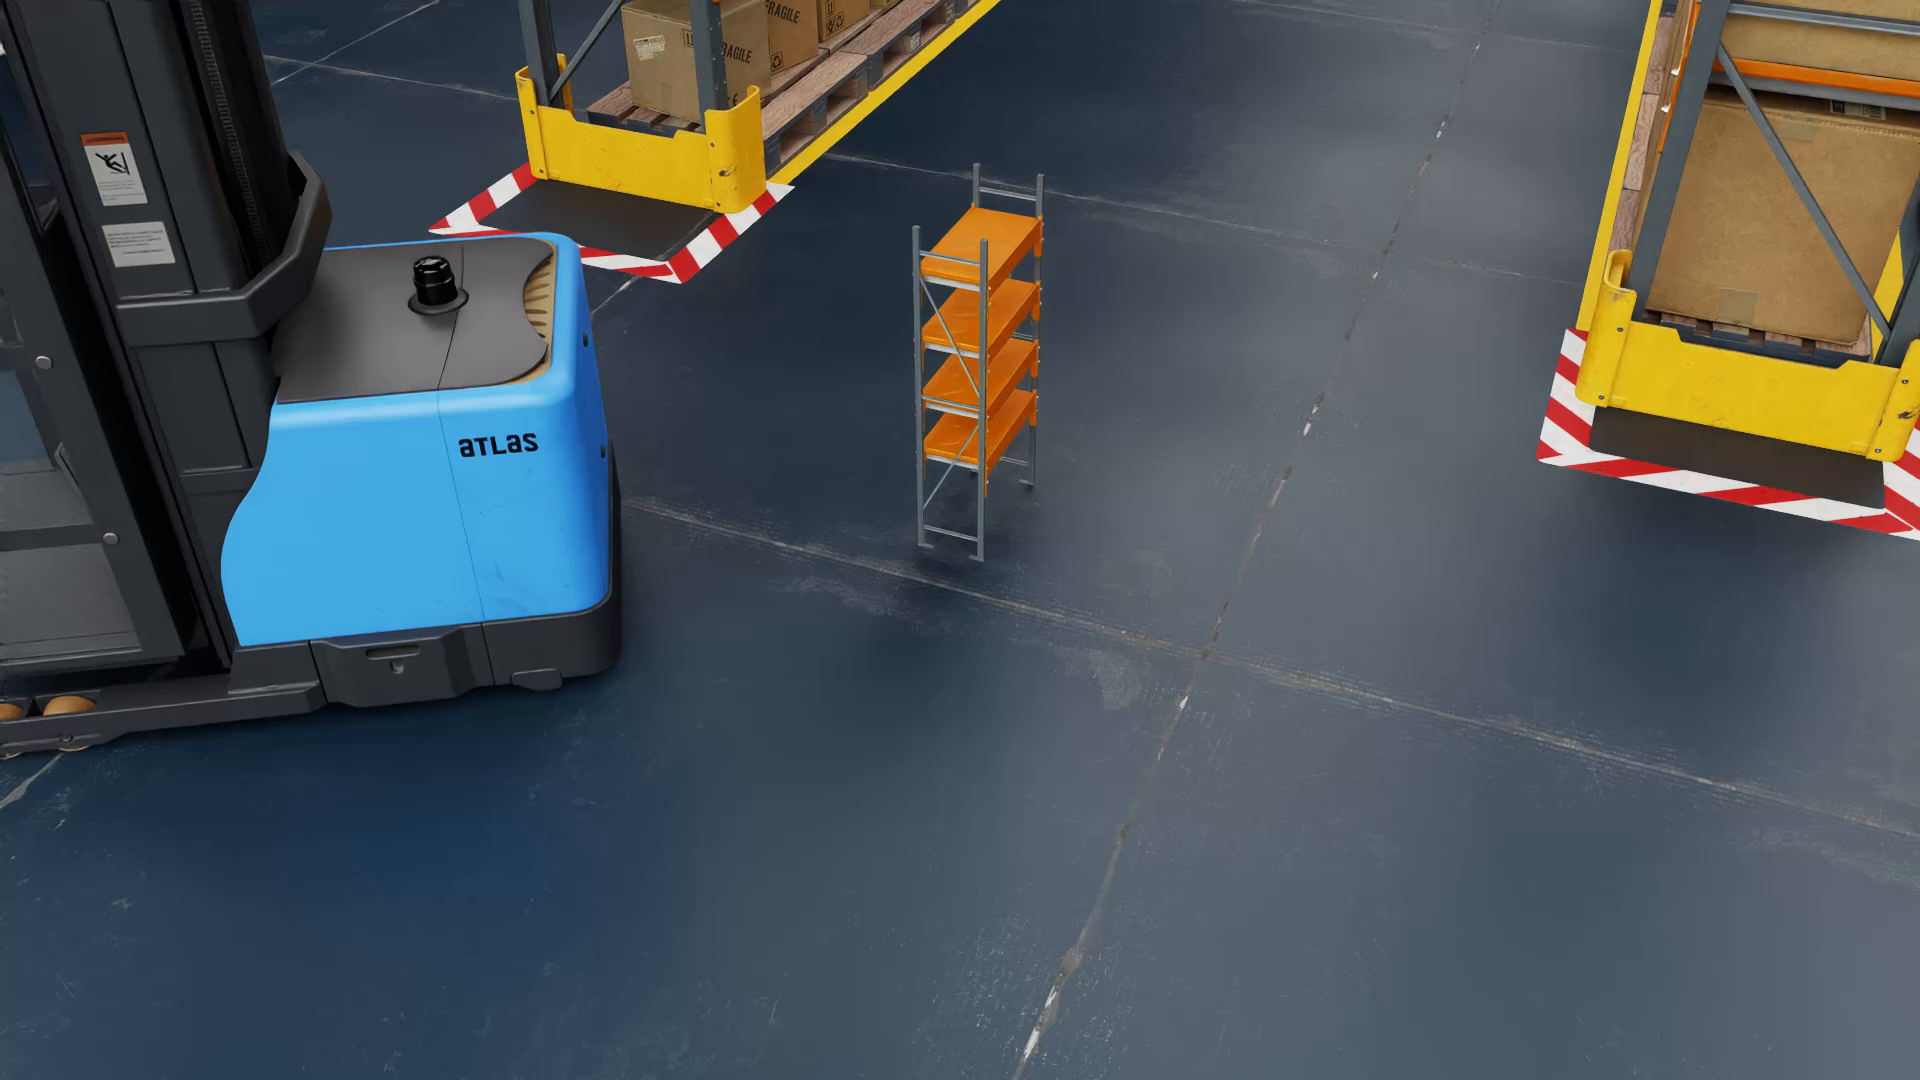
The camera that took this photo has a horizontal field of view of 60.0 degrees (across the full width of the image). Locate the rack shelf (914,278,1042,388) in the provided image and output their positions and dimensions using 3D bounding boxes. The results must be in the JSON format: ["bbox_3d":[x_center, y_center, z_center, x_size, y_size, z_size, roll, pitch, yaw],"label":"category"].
[{"bbox_3d":[0.063,-0.698,5.420,0.258,0.148,0.480,14,39,18],"label":"rack shelf"}]

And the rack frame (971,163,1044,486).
[{"bbox_3d":[0.156,-0.707,5.694,0.240,1.200,0.015,14,39,18],"label":"rack frame"}]

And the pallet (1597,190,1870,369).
[{"bbox_3d":[3.235,-1.062,6.995,1.003,0.211,1.213,14,39,18],"label":"pallet"}]

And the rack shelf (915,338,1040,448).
[{"bbox_3d":[0.063,-0.518,5.554,0.258,0.148,0.480,14,39,18],"label":"rack shelf"}]

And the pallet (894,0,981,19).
[{"bbox_3d":[-0.247,-3.622,10.420,1.003,0.211,1.213,14,39,18],"label":"pallet"}]

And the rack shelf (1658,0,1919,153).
[{"bbox_3d":[3.764,-2.538,7.241,1.077,0.370,4.000,14,39,18],"label":"rack shelf"}]

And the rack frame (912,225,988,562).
[{"bbox_3d":[-0.030,-0.437,5.333,0.240,1.200,0.015,14,39,18],"label":"rack frame"}]

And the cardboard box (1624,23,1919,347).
[{"bbox_3d":[3.200,-1.426,6.577,0.875,0.875,0.875,14,39,18],"label":"cardboard box"}]

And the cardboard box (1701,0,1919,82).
[{"bbox_3d":[3.102,-1.995,5.788,0.875,0.550,0.550,14,39,18],"label":"cardboard box"}]

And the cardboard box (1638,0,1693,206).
[{"bbox_3d":[3.533,-1.914,7.229,0.875,0.875,0.875,13,39,17],"label":"cardboard box"}]

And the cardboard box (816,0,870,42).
[{"bbox_3d":[-0.841,-3.095,9.122,0.500,0.500,0.500,18,40,22],"label":"cardboard box"}]

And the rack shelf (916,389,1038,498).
[{"bbox_3d":[0.063,-0.359,5.673,0.258,0.148,0.480,14,39,18],"label":"rack shelf"}]

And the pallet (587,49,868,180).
[{"bbox_3d":[-1.175,-2.272,8.613,1.003,0.211,1.213,14,39,18],"label":"pallet"}]

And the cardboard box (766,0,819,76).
[{"bbox_3d":[-1.097,-2.752,8.664,0.500,0.500,0.500,25,43,29],"label":"cardboard box"}]

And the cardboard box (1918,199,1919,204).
[{"bbox_3d":[4.883,-1.840,7.792,0.500,0.500,0.500,21,42,25],"label":"cardboard box"}]

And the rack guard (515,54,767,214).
[{"bbox_3d":[-1.517,-1.945,7.935,1.175,0.500,0.348,14,39,18],"label":"rack guard"}]

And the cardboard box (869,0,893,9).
[{"bbox_3d":[-0.587,-3.393,9.522,0.500,0.500,0.500,11,38,14],"label":"cardboard box"}]

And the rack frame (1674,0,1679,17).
[{"bbox_3d":[4.525,-3.933,8.507,1.000,3.000,0.127,14,39,18],"label":"rack frame"}]

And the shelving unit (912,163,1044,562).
[{"bbox_3d":[0.063,-0.572,5.513,0.258,1.200,0.503,14,39,18],"label":"shelving unit"}]

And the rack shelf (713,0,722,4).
[{"bbox_3d":[-0.785,-3.724,8.827,1.077,0.370,4.000,14,39,18],"label":"rack shelf"}]

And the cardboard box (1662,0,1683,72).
[{"bbox_3d":[4.221,-2.918,8.573,0.875,0.875,0.875,14,39,18],"label":"cardboard box"}]

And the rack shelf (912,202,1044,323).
[{"bbox_3d":[0.063,-0.887,5.278,0.258,0.148,0.480,14,39,18],"label":"rack shelf"}]

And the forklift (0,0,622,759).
[{"bbox_3d":[-2.616,-0.873,4.469,3.031,2.935,1.130,-6,37,-8],"label":"forklift"}]

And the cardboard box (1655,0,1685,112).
[{"bbox_3d":[3.881,-2.418,7.904,0.875,0.875,0.875,14,39,18],"label":"cardboard box"}]

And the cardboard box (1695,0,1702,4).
[{"bbox_3d":[3.291,-2.304,6.202,0.875,0.550,0.550,14,39,18],"label":"cardboard box"}]

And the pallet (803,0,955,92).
[{"bbox_3d":[-0.709,-2.945,9.513,1.003,0.211,1.213,14,39,18],"label":"pallet"}]

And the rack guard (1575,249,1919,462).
[{"bbox_3d":[2.994,-0.704,6.275,1.175,0.500,0.348,14,39,18],"label":"rack guard"}]

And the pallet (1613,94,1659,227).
[{"bbox_3d":[3.700,-1.735,7.896,1.003,0.211,1.213,14,39,18],"label":"pallet"}]

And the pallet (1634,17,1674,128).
[{"bbox_3d":[4.163,-2.413,8.802,1.003,0.211,1.213,14,39,18],"label":"pallet"}]

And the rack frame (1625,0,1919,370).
[{"bbox_3d":[3.003,-1.719,5.544,1.000,3.000,0.127,14,39,18],"label":"rack frame"}]

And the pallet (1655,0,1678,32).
[{"bbox_3d":[4.749,-3.261,9.936,1.003,0.211,1.213,14,39,18],"label":"pallet"}]

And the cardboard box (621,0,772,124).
[{"bbox_3d":[-1.293,-2.414,8.211,0.500,0.500,0.500,21,42,26],"label":"cardboard box"}]

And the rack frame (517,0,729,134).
[{"bbox_3d":[-1.546,-2.905,7.131,1.000,3.000,0.127,14,39,18],"label":"rack frame"}]
